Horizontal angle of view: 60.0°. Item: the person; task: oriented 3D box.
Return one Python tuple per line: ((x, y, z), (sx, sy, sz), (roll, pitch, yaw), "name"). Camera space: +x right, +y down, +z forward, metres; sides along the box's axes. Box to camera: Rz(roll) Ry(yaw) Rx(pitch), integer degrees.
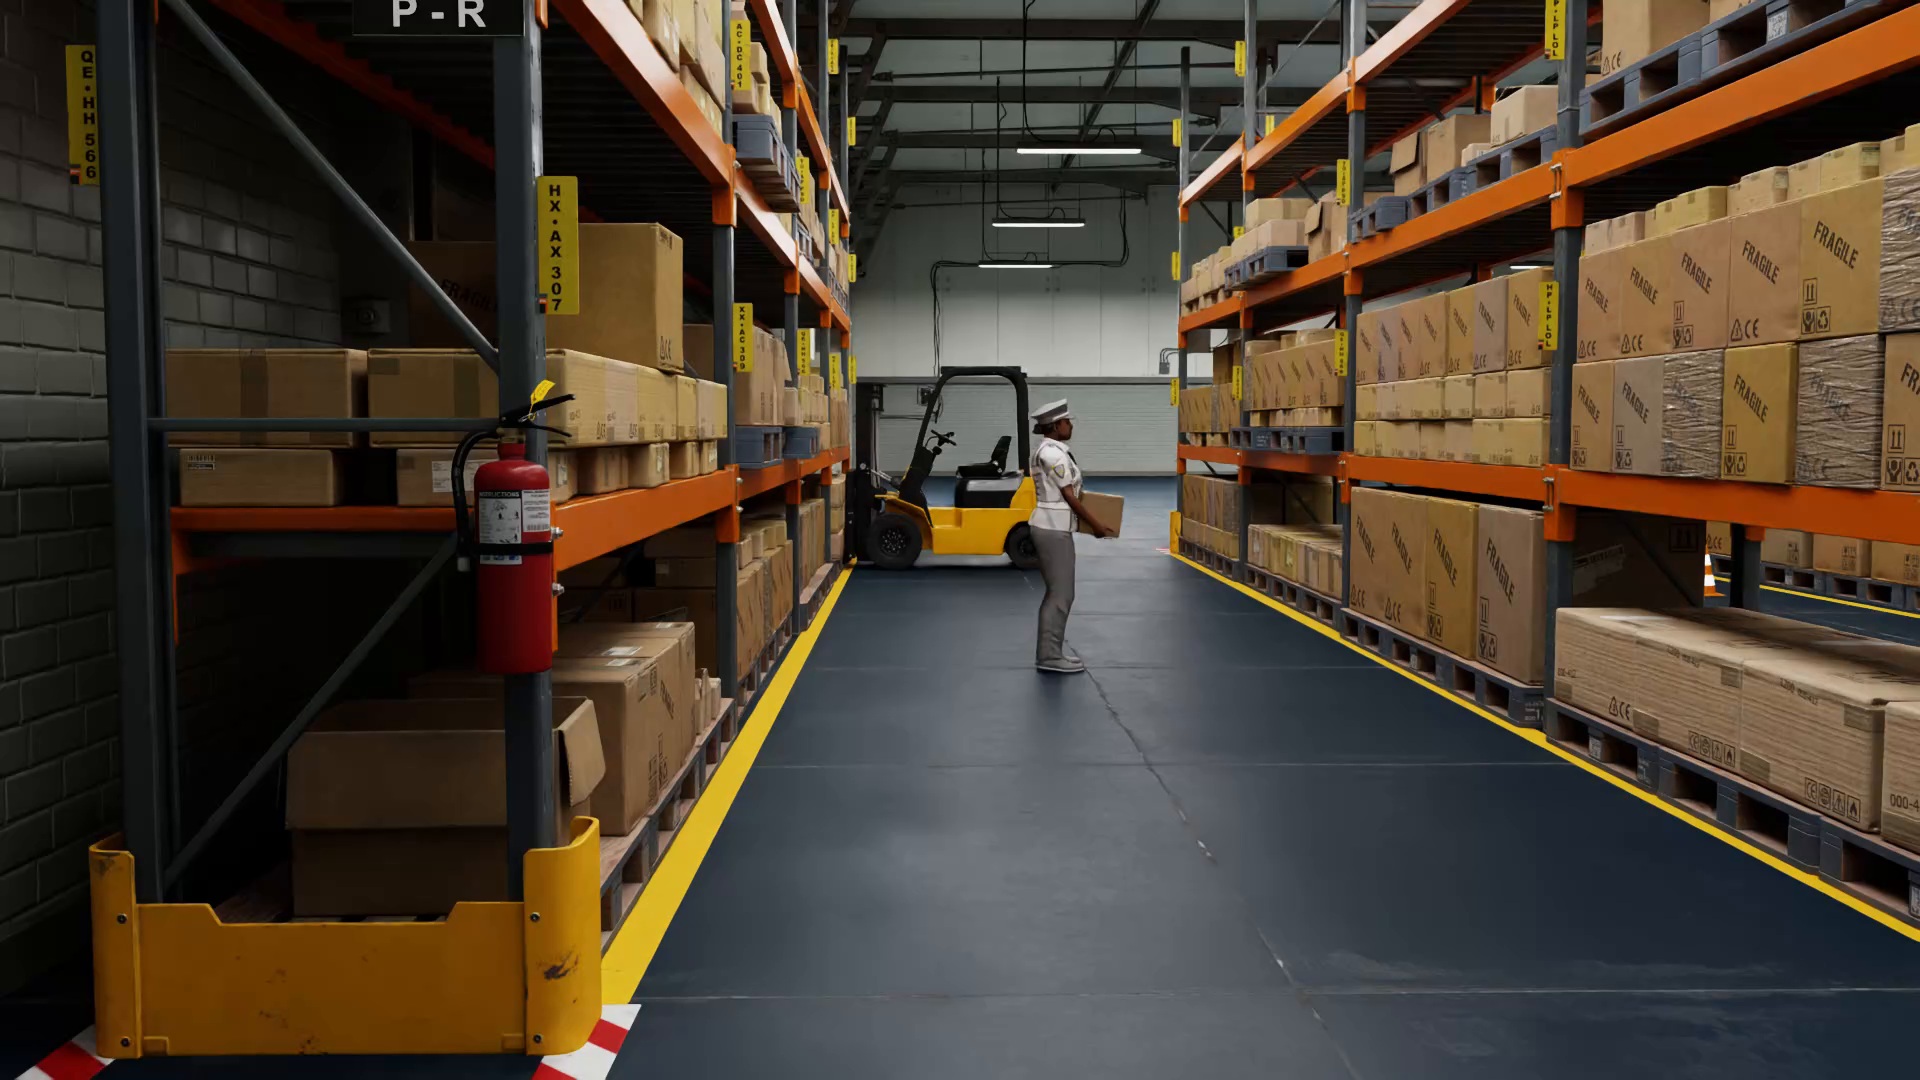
((0.683, -0.033, 10.328), (0.520, 1.692, 0.435), (0, 4, -1), "person")
